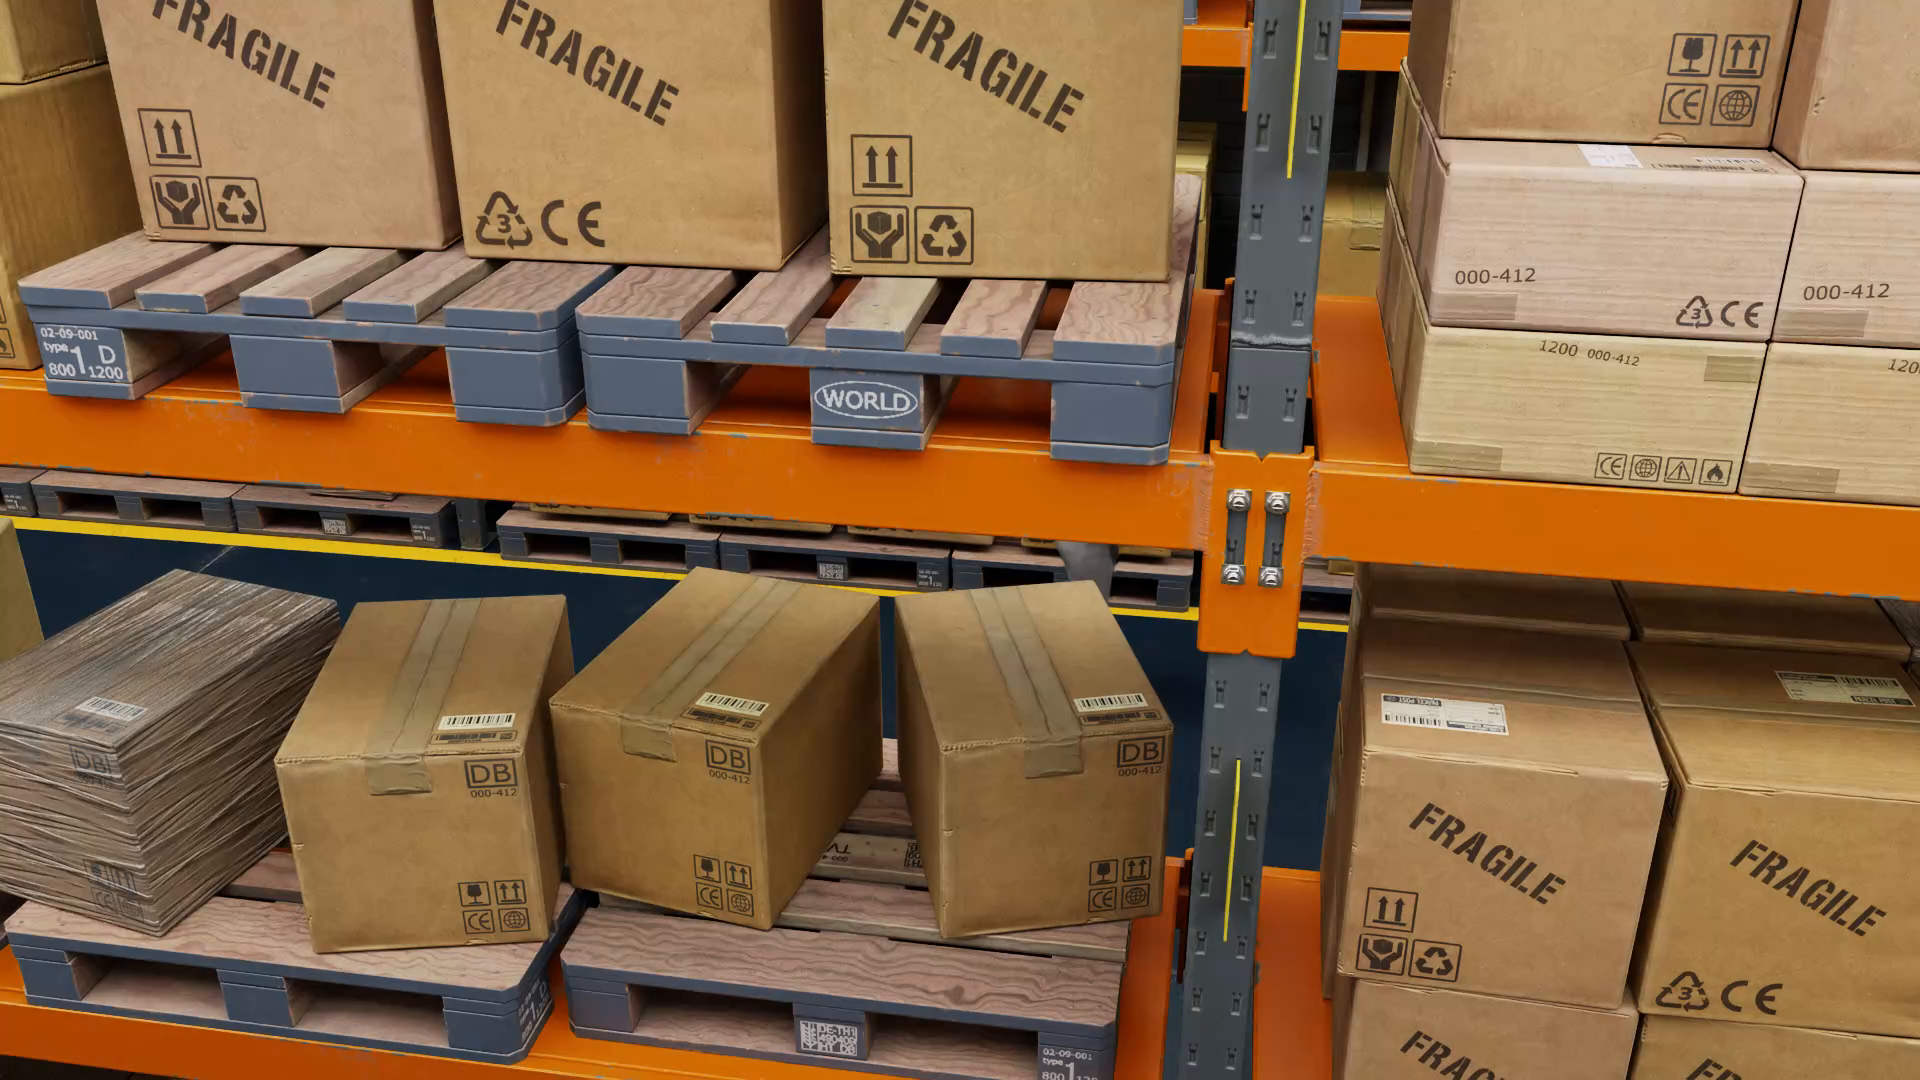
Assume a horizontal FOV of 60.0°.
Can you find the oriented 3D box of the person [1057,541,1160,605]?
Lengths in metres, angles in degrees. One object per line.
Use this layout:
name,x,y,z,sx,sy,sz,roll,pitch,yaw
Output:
person,0.628,-0.035,7.141,0.552,1.697,0.468,7,26,15
